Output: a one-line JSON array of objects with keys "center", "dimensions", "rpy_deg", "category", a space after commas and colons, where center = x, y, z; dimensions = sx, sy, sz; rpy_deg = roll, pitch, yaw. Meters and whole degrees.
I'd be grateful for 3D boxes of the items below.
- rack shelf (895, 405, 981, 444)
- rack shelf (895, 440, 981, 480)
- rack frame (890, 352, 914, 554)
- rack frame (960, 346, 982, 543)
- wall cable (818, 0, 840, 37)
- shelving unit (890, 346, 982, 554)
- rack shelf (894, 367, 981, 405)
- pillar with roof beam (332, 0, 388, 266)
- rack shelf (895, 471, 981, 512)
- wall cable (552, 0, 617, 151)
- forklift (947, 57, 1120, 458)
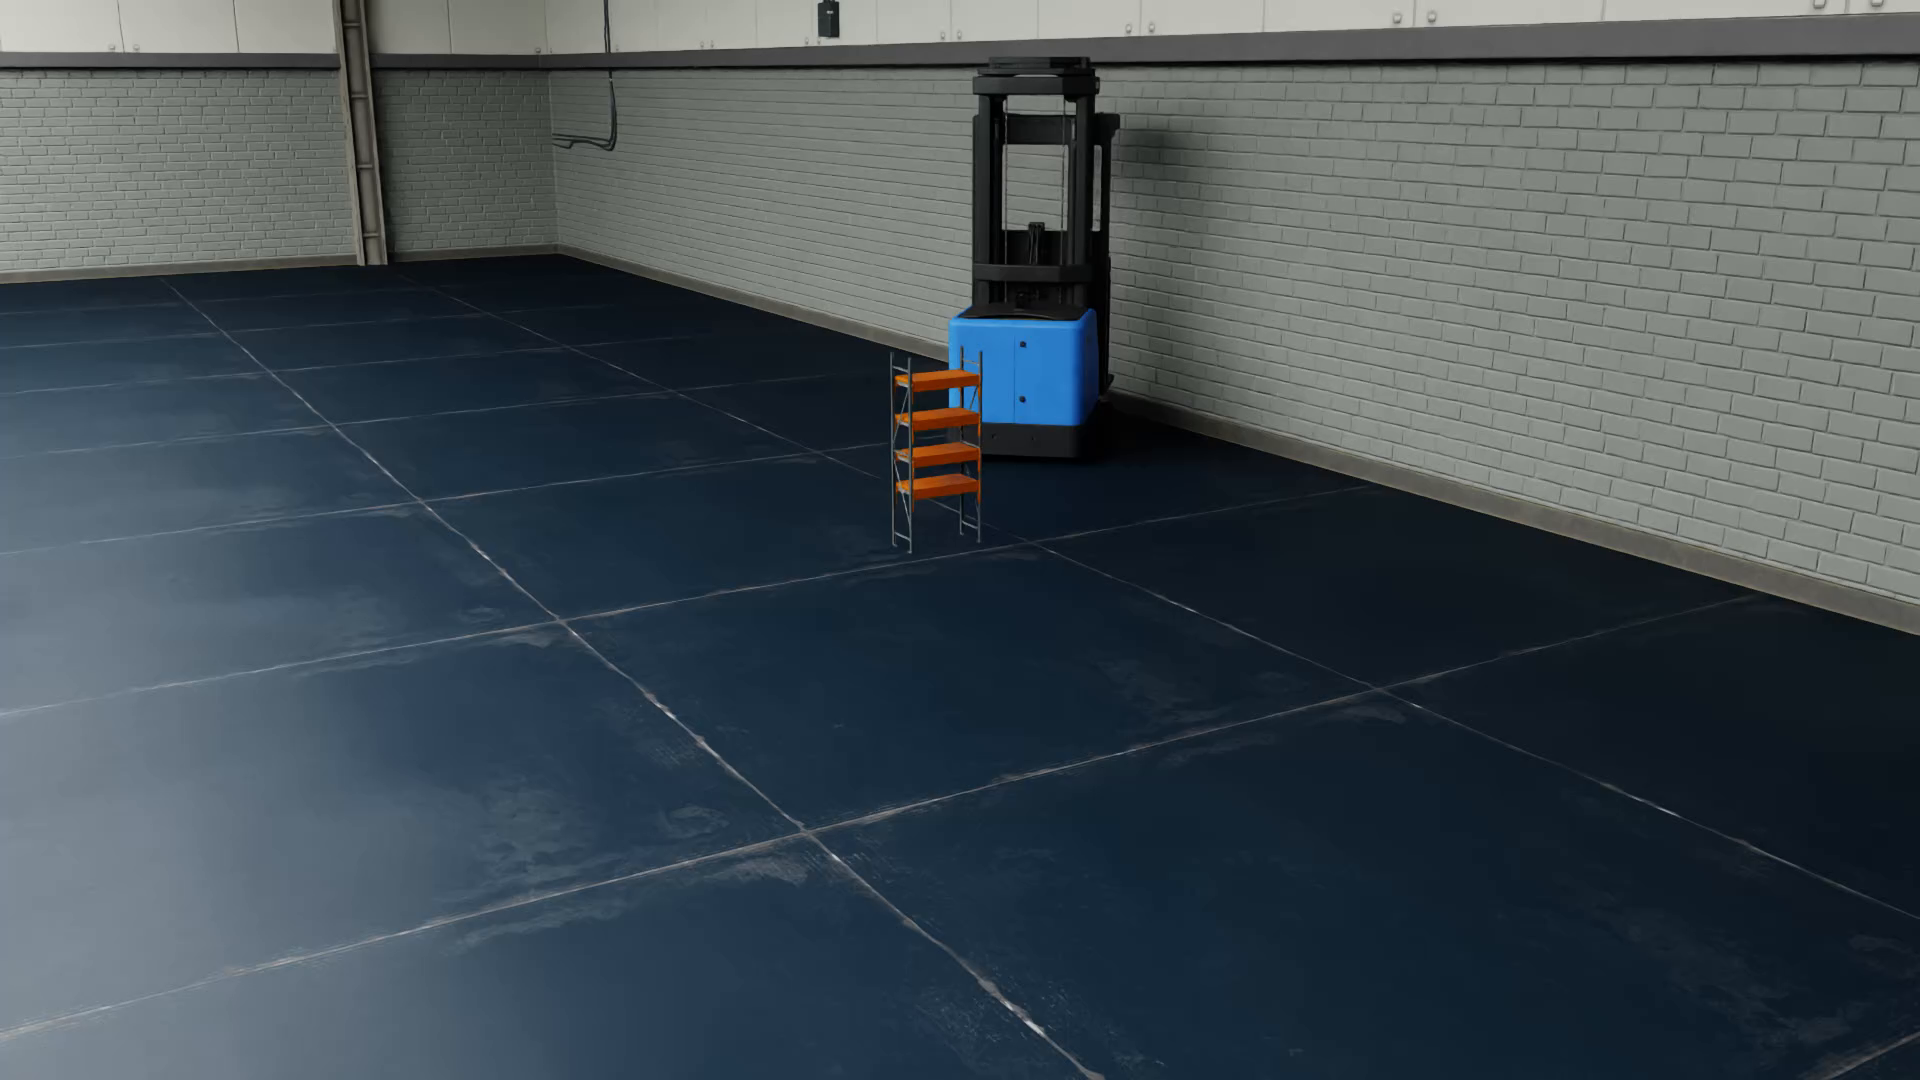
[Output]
[{"center": [-0.142, -0.705, 10.124], "dimensions": [0.480, 0.148, 0.258], "rpy_deg": [-9, 18, -30], "category": "rack shelf"}, {"center": [-0.142, -0.490, 10.184], "dimensions": [0.480, 0.148, 0.258], "rpy_deg": [-9, 18, -30], "category": "rack shelf"}, {"center": [-0.351, -0.521, 10.045], "dimensions": [0.015, 1.200, 0.240], "rpy_deg": [-9, 18, -30], "category": "rack frame"}, {"center": [0.067, -0.589, 10.287], "dimensions": [0.015, 1.200, 0.240], "rpy_deg": [-9, 18, -30], "category": "rack frame"}, {"center": [-0.917, -8.100, 16.332], "dimensions": [0.169, 6.003, 2.305], "rpy_deg": [-9, 18, -30], "category": "wall cable"}, {"center": [-0.142, -0.555, 10.166], "dimensions": [0.503, 1.200, 0.258], "rpy_deg": [-9, 18, -30], "category": "shelving unit"}, {"center": [-0.142, -0.933, 10.060], "dimensions": [0.480, 0.148, 0.258], "rpy_deg": [-9, 18, -30], "category": "rack shelf"}, {"center": [-6.782, -7.561, 20.711], "dimensions": [0.400, 9.000, 9.100], "rpy_deg": [-9, 18, -30], "category": "pillar with roof beam"}, {"center": [-0.142, -0.299, 10.238], "dimensions": [0.480, 0.148, 0.258], "rpy_deg": [-9, 18, -30], "category": "rack shelf"}, {"center": [-5.793, -7.166, 25.053], "dimensions": [0.112, 2.526, 3.097], "rpy_deg": [-9, 18, -30], "category": "wall cable"}, {"center": [0.685, -2.374, 13.447], "dimensions": [1.130, 2.935, 3.031], "rpy_deg": [3, 16, 10], "category": "forklift"}]
